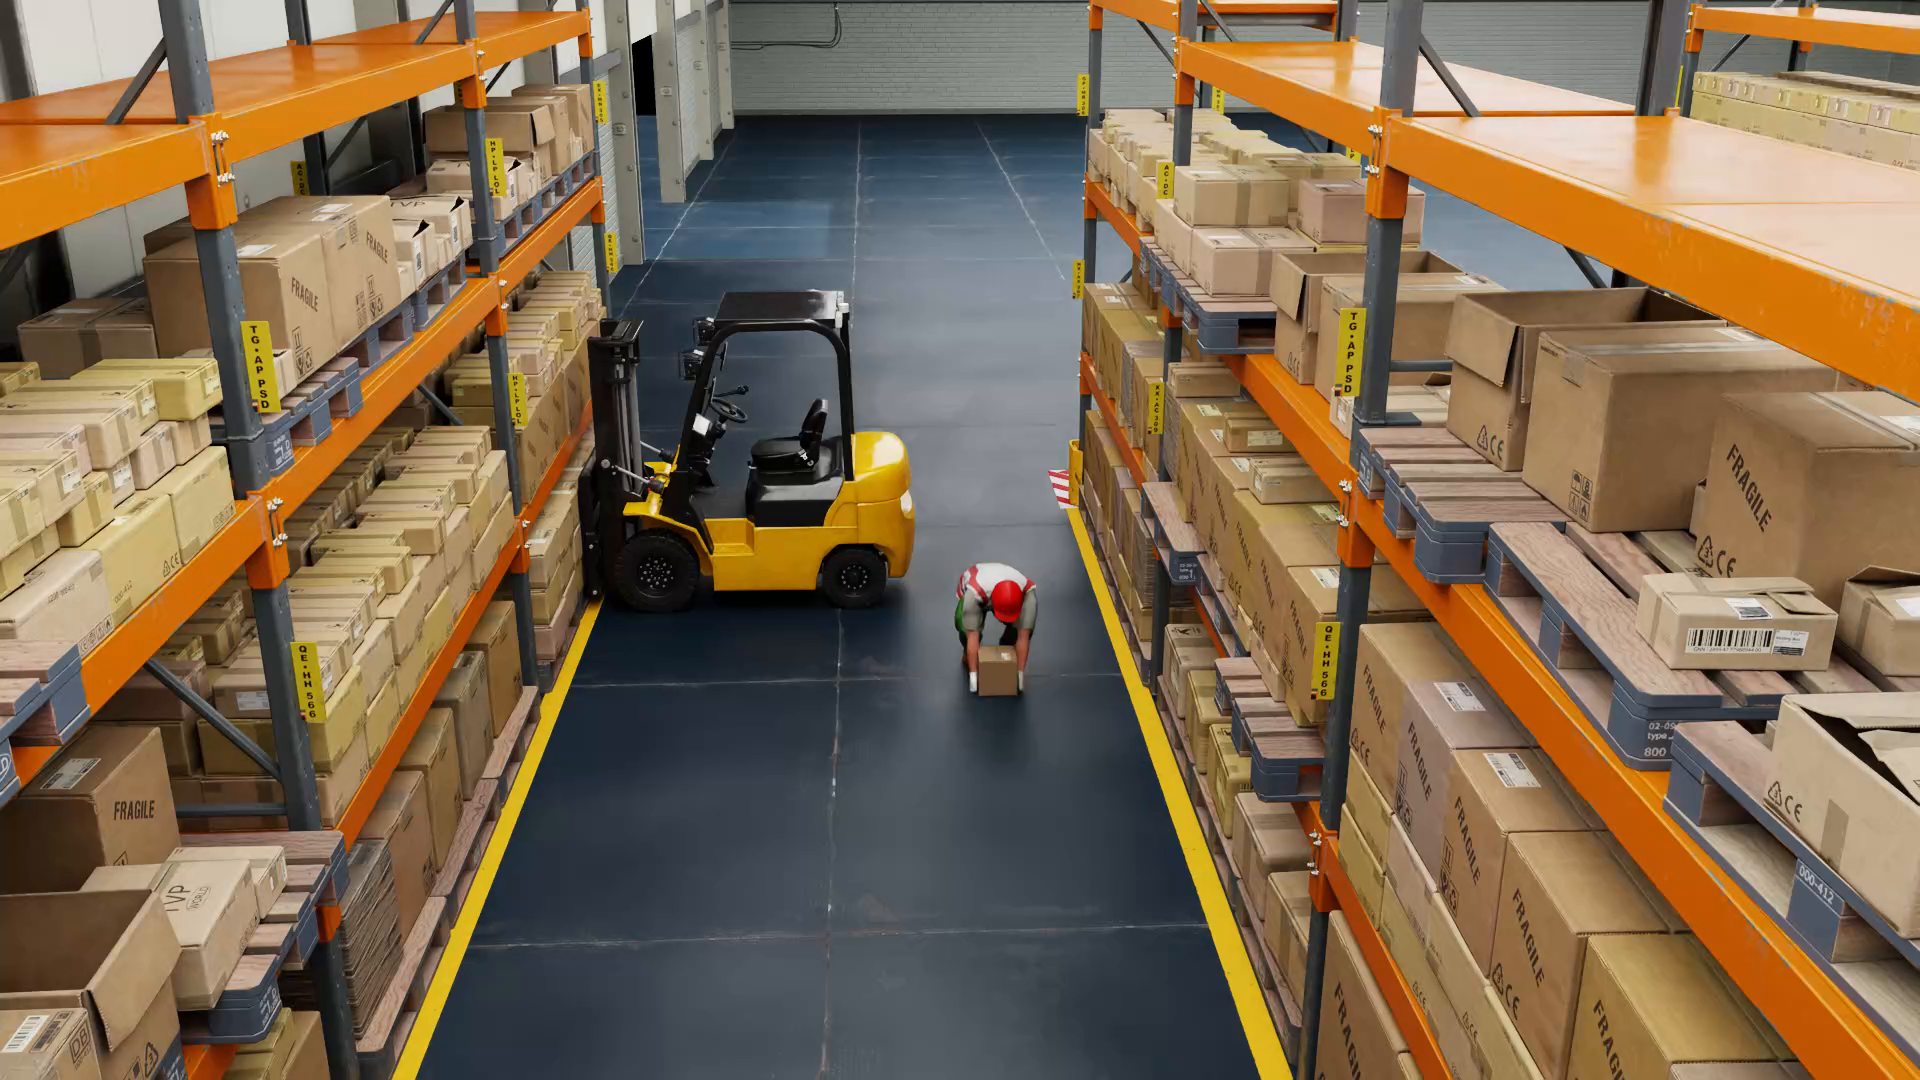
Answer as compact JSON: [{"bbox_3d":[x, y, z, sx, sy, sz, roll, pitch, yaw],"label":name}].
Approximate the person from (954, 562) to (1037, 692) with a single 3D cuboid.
[{"bbox_3d":[0.231,0.546,11.148,0.532,0.864,0.930,-2,20,-6],"label":"person"}]
